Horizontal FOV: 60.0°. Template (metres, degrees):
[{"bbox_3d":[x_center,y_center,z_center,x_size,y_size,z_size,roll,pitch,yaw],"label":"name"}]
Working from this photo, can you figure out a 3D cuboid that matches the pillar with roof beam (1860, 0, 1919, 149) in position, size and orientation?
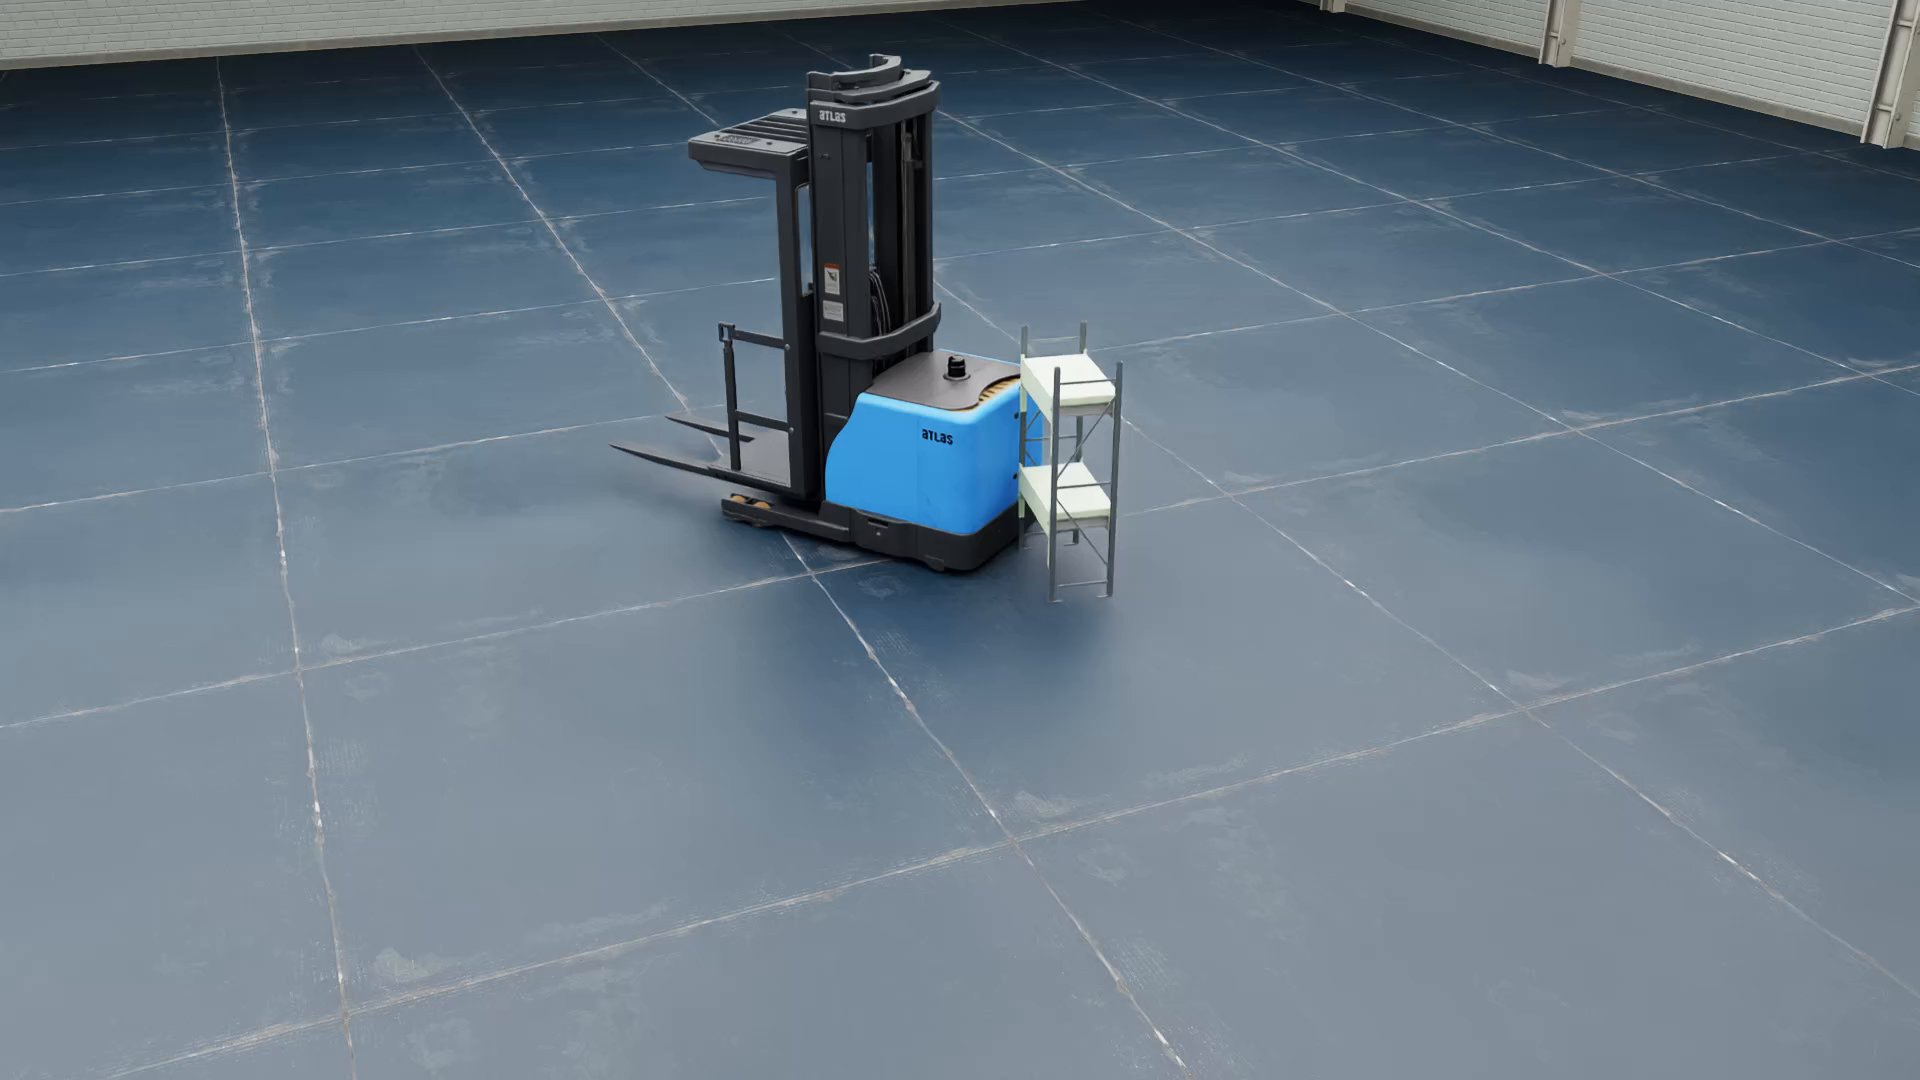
[{"bbox_3d":[7.662,-8.295,17.482,9.100,9.000,0.400,-11,28,-21],"label":"pillar with roof beam"}]

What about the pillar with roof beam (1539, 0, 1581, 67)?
[{"bbox_3d":[5.313,-10.717,22.443,9.100,9.000,0.400,-11,28,-21],"label":"pillar with roof beam"}]

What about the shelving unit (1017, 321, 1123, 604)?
[{"bbox_3d":[0.645,-0.470,10.003,0.431,1.500,0.755,-5,27,-11],"label":"shelving unit"}]

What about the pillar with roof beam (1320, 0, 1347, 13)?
[{"bbox_3d":[2.963,-13.139,27.404,9.100,9.000,0.400,-11,28,-21],"label":"pillar with roof beam"}]

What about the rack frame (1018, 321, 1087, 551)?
[{"bbox_3d":[0.567,-0.627,10.324,0.400,1.500,0.023,-5,27,-11],"label":"rack frame"}]

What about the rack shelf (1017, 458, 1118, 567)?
[{"bbox_3d":[0.645,-0.177,10.146,0.431,0.370,0.720,-5,27,-11],"label":"rack shelf"}]

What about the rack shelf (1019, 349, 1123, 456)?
[{"bbox_3d":[0.645,-0.820,9.832,0.431,0.370,0.720,-5,27,-11],"label":"rack shelf"}]

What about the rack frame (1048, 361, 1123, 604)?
[{"bbox_3d":[0.724,-0.313,9.682,0.400,1.500,0.023,-5,27,-11],"label":"rack frame"}]

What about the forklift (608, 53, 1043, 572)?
[{"bbox_3d":[-0.985,-1.582,10.650,3.031,2.935,1.130,14,29,27],"label":"forklift"}]
